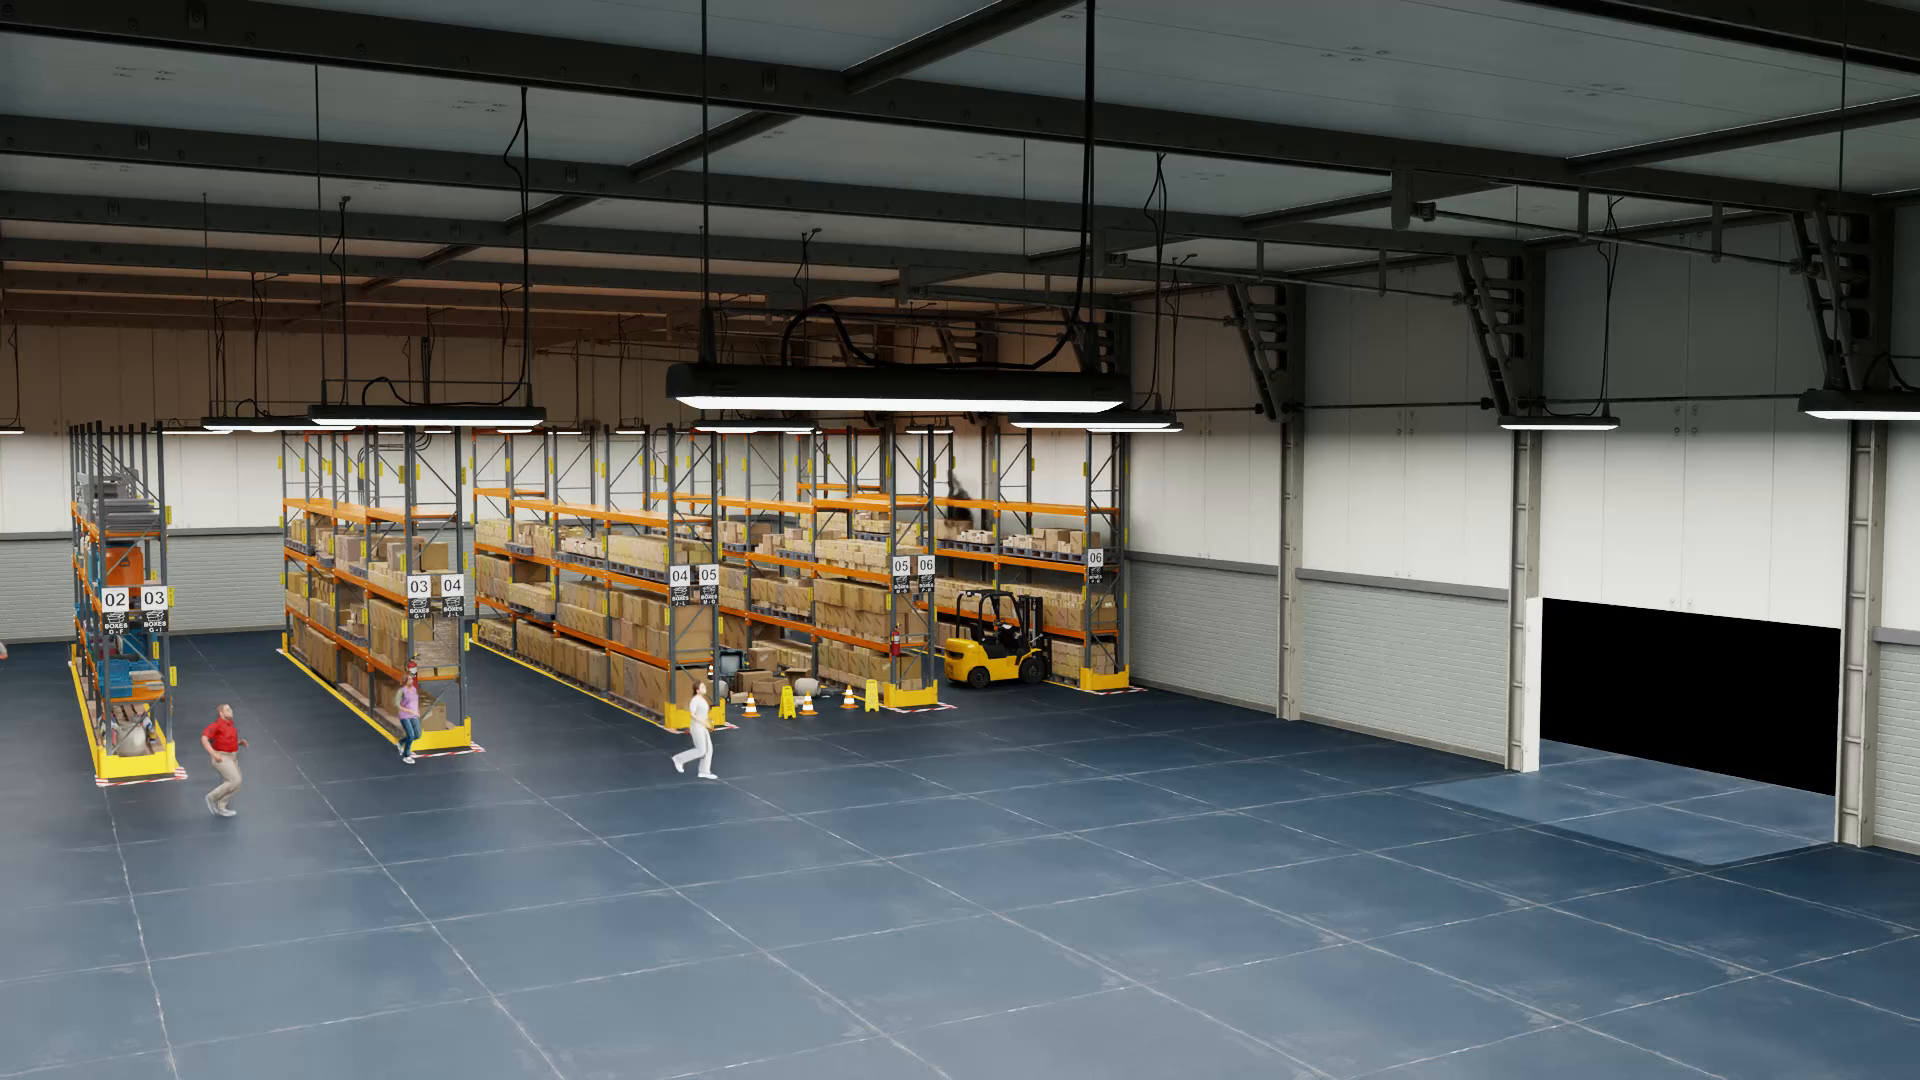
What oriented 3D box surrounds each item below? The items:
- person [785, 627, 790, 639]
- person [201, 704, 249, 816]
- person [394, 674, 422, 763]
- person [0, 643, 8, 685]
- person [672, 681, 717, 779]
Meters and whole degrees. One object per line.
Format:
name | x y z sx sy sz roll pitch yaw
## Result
person | -5.036 1.947 47.027 0.632 1.783 0.690 -3 5 -41
person | -11.059 3.321 25.101 0.563 1.697 0.710 0 4 0
person | -9.737 3.140 29.327 0.566 1.576 0.554 2 4 23
person | -19.953 2.686 34.186 0.661 1.769 0.993 -3 4 -37
person | -4.447 3.186 27.962 0.722 1.652 0.572 0 4 5
